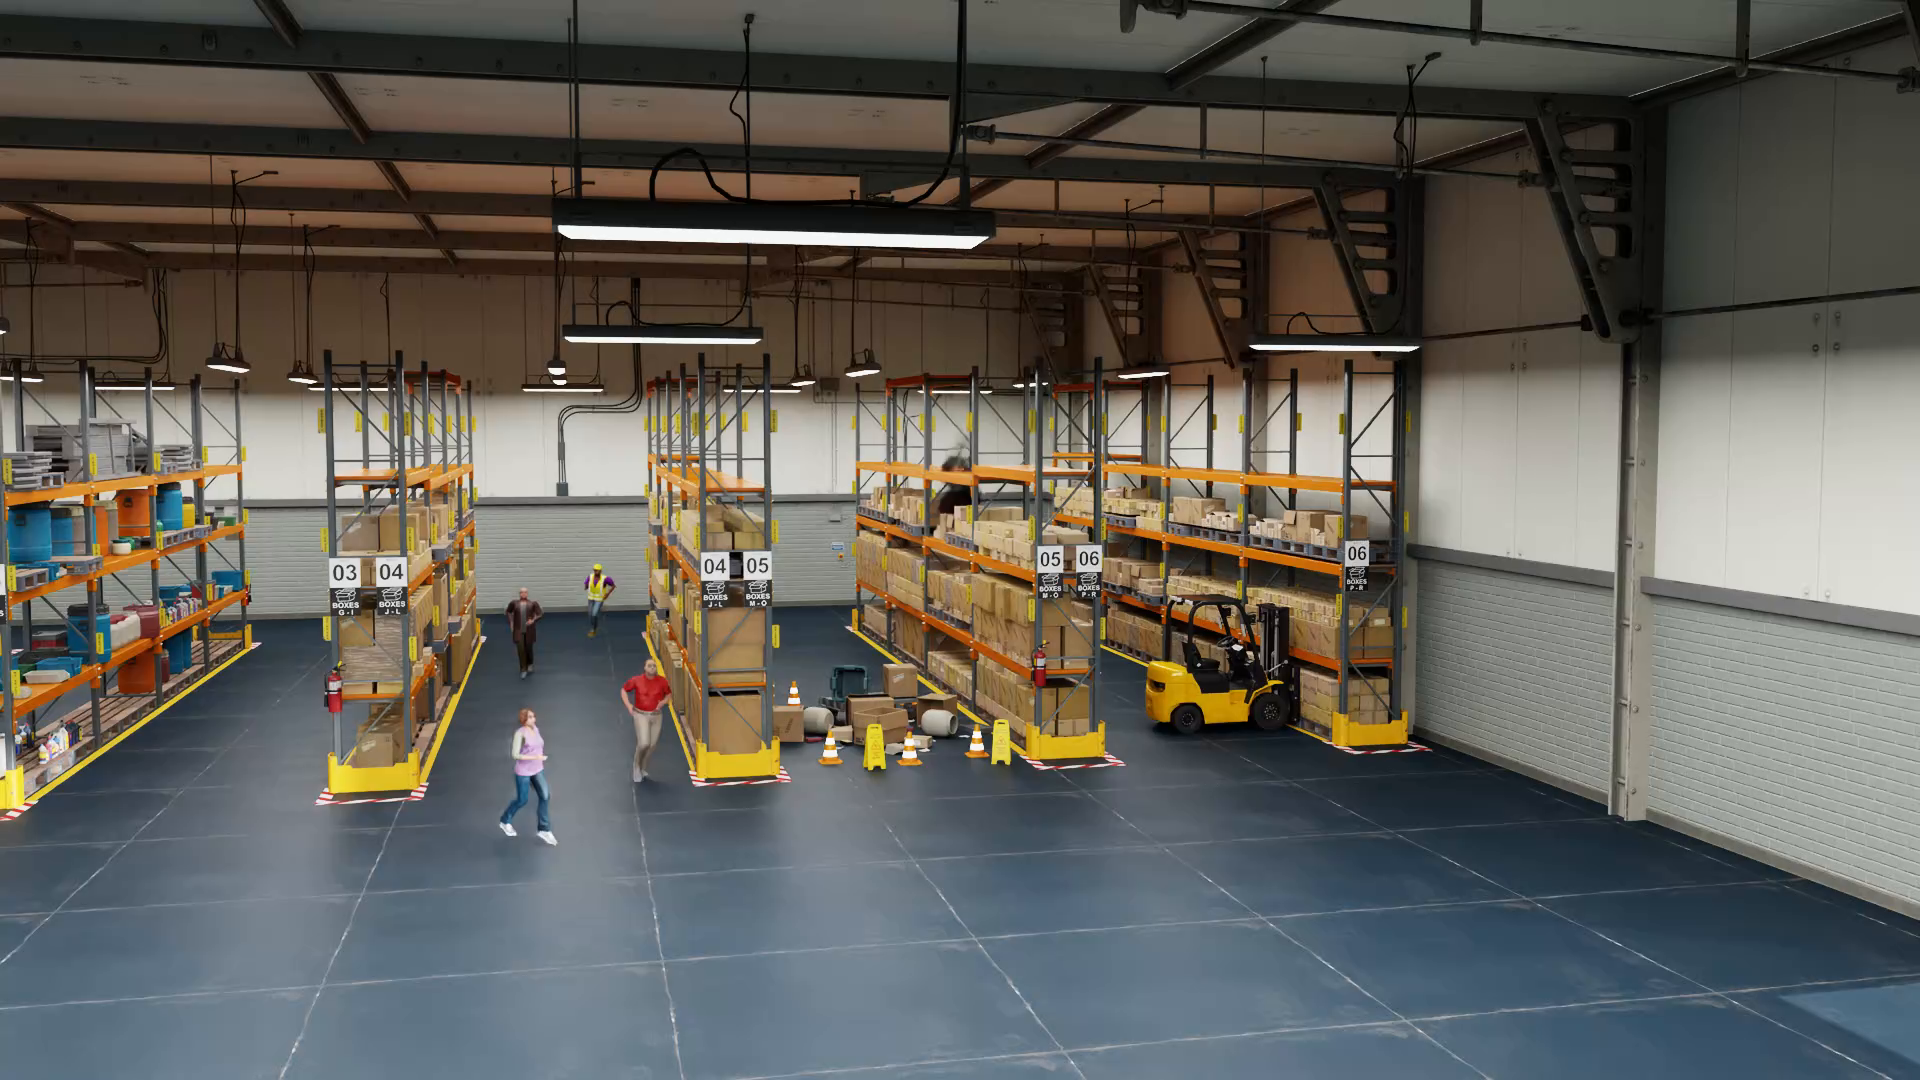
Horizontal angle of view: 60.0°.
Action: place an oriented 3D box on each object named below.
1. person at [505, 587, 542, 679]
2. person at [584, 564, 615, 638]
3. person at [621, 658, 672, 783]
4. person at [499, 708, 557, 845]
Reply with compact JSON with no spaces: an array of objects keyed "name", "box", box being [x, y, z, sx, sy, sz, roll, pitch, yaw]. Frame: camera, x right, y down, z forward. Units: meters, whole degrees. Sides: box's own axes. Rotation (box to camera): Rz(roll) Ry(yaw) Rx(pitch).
[{"name":"person","box":[-8.655,1.820,33.015,0.716,1.783,0.900,-1,4,-12]},{"name":"person","box":[-8.527,1.436,39.105,0.688,1.766,0.716,1,4,19]},{"name":"person","box":[-4.368,2.540,23.375,0.691,1.756,0.620,-2,5,-29]},{"name":"person","box":[-5.191,2.823,19.925,0.800,1.616,0.545,2,5,28]}]
